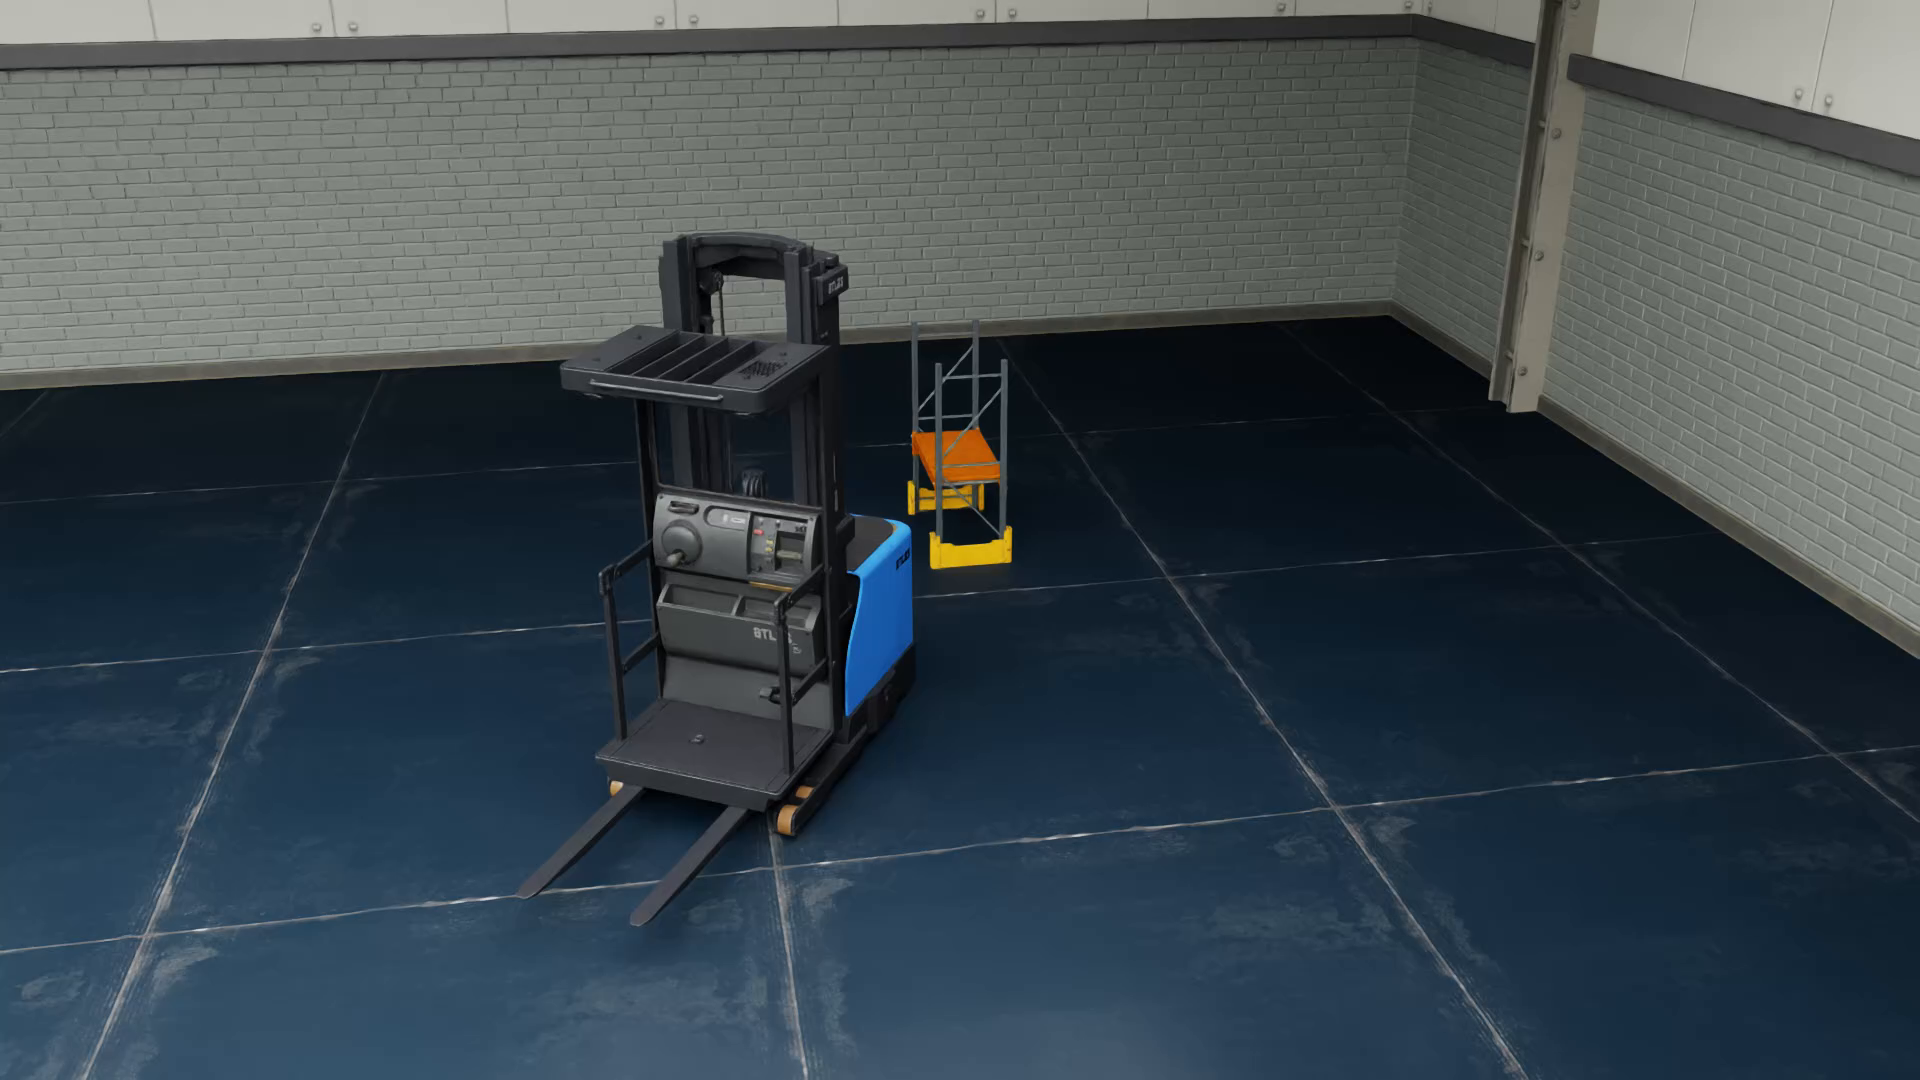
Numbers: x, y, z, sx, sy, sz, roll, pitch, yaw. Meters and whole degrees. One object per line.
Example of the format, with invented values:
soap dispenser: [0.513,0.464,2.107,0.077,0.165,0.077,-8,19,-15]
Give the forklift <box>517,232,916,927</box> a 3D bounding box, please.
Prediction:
forklift: [-1.257,0.020,8.542,1.130,2.935,3.031,8,25,18]

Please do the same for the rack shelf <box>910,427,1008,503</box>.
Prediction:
rack shelf: [-0.016,-0.556,12.099,0.538,0.185,1.000,-4,24,-10]

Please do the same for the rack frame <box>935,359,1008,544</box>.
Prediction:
rack frame: [0.078,-0.521,11.569,0.500,1.500,0.032,-4,24,-10]

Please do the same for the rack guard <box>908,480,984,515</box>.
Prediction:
rack guard: [-0.106,-0.340,12.717,0.587,0.250,0.087,-4,24,-10]

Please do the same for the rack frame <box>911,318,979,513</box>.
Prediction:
rack frame: [-0.110,-0.921,12.484,0.500,1.500,0.032,-4,24,-10]

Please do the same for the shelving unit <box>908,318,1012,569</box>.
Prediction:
shelving unit: [-0.014,-0.717,12.018,0.587,1.500,1.083,-4,24,-10]

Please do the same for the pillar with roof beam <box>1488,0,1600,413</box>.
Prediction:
pillar with roof beam: [0.783,-5.032,12.527,9.100,9.000,0.400,-4,24,-10]

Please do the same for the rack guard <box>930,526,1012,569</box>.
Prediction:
rack guard: [0.078,0.051,11.820,0.587,0.250,0.087,-4,24,-10]
